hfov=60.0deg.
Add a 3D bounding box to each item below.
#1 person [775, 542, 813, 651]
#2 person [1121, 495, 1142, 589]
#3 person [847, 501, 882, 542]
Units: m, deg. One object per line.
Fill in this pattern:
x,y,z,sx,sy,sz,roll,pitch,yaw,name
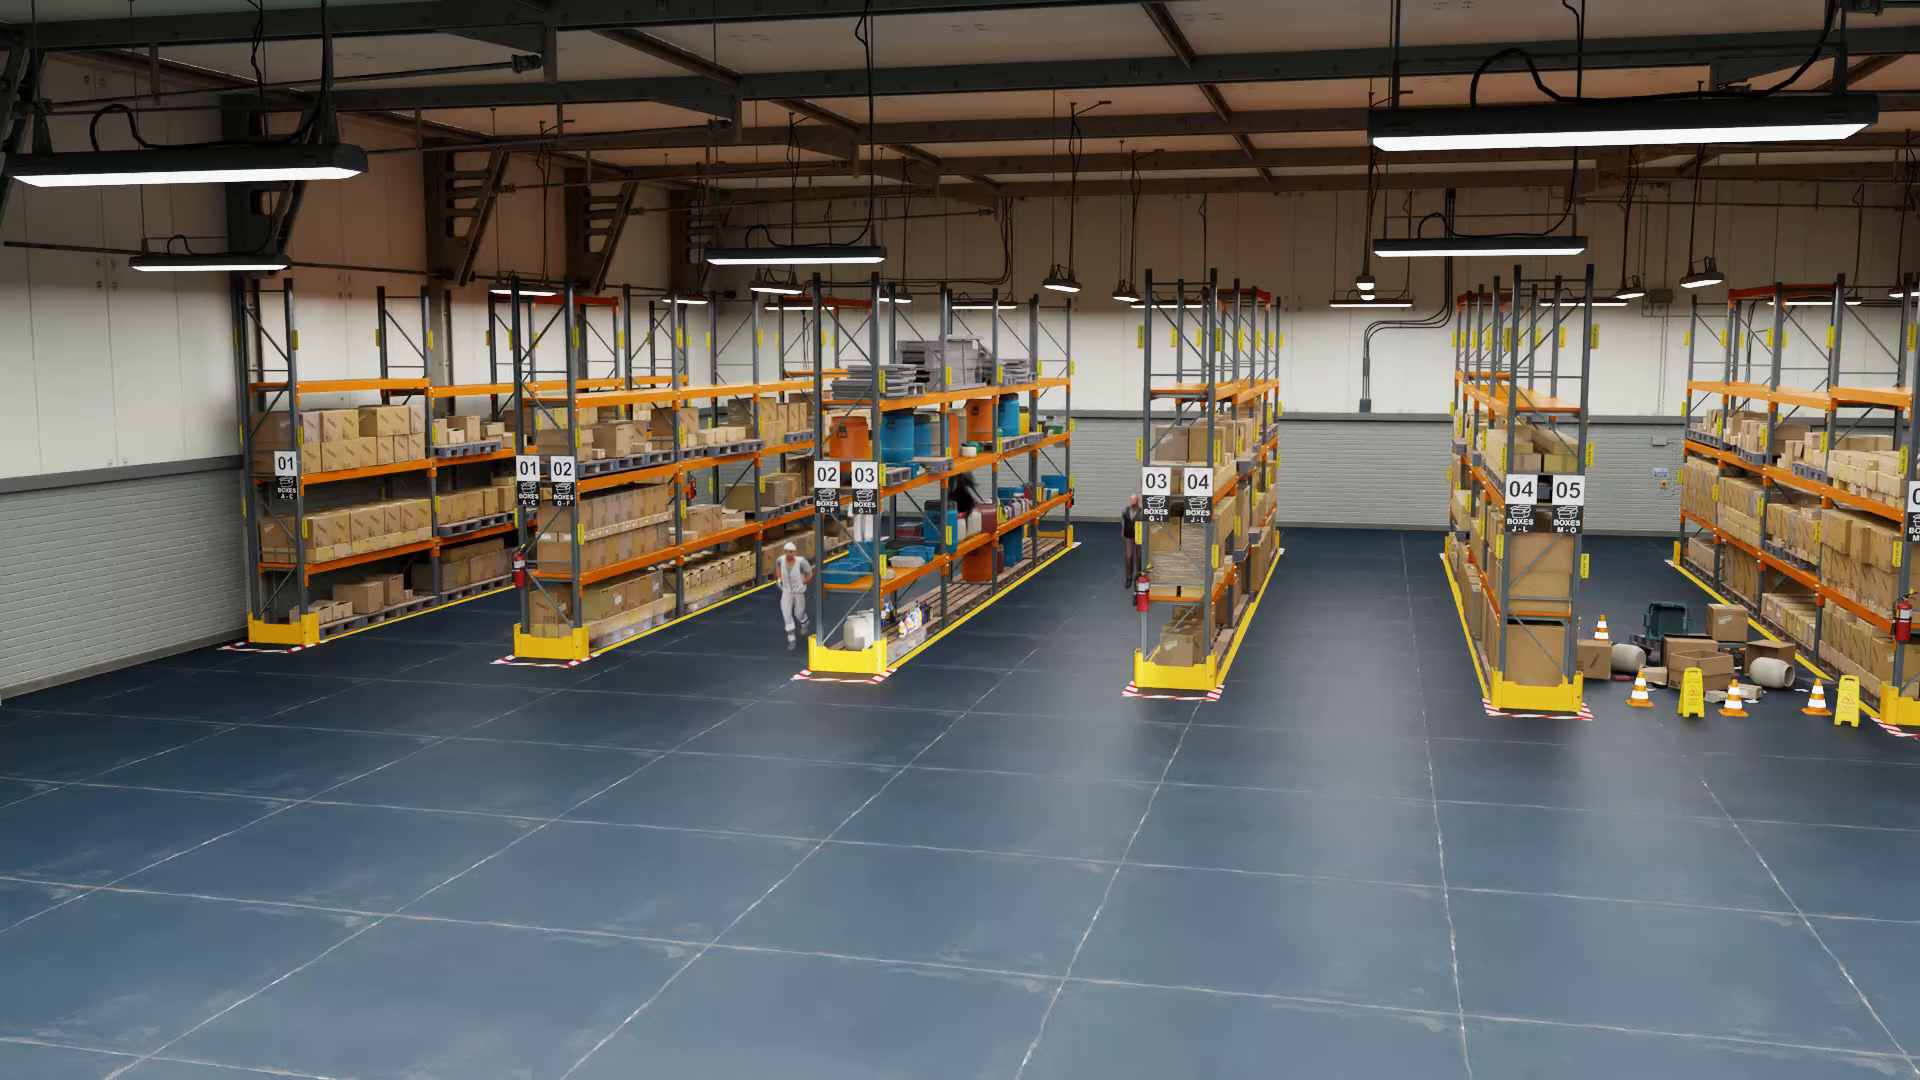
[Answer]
-2.704,0.886,27.361,0.670,1.782,0.996,2,7,13,person
3.419,0.008,32.284,0.650,1.794,0.770,2,7,17,person
-1.979,-0.186,34.269,0.685,1.855,0.781,1,7,6,person
